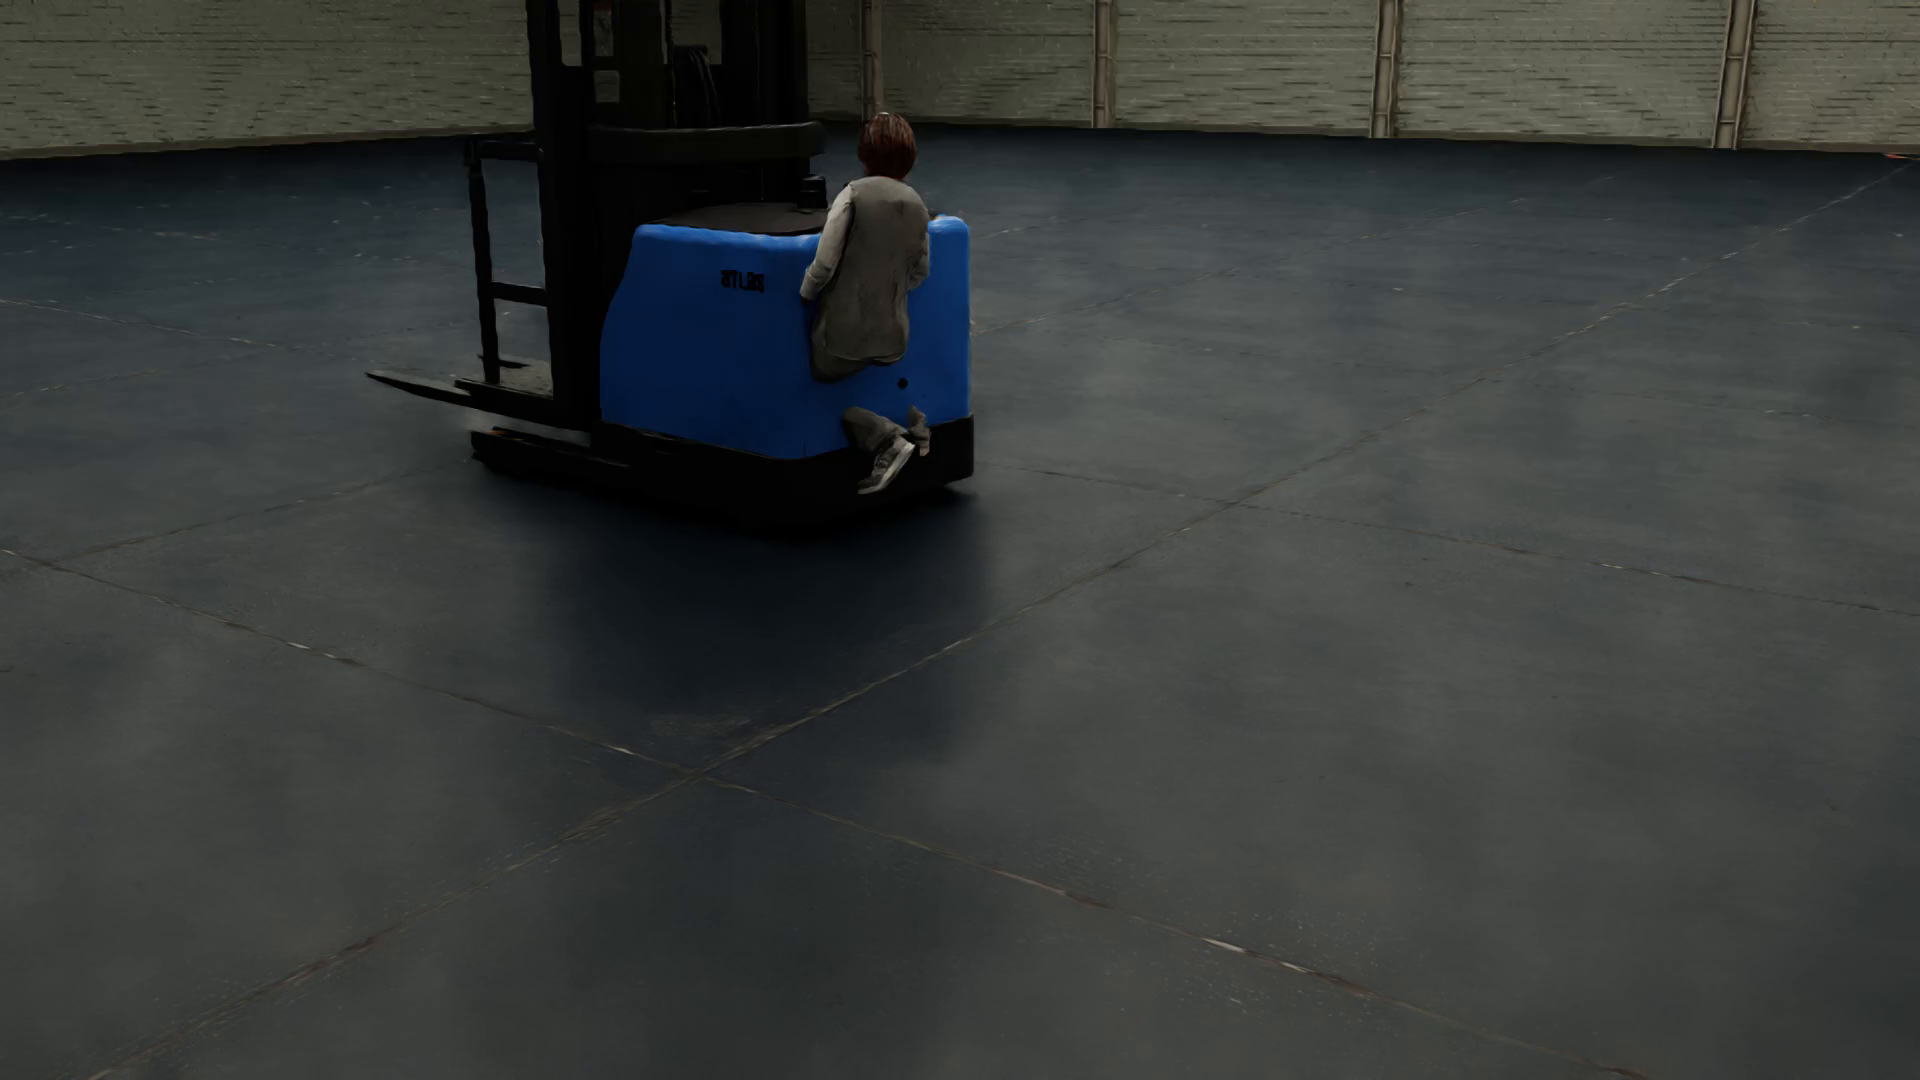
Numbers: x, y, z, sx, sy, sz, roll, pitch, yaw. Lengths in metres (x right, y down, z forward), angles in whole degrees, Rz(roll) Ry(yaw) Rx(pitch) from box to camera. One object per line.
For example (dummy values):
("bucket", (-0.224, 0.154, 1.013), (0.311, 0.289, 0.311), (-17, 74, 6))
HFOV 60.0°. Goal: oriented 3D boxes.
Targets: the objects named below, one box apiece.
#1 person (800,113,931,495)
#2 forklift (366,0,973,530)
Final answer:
("person", (-0.339, -0.842, 5.923), (0.664, 1.324, 0.592), (-11, 20, -34))
("forklift", (-1.404, -1.766, 6.737), (3.031, 2.935, 1.130), (13, 21, 38))
